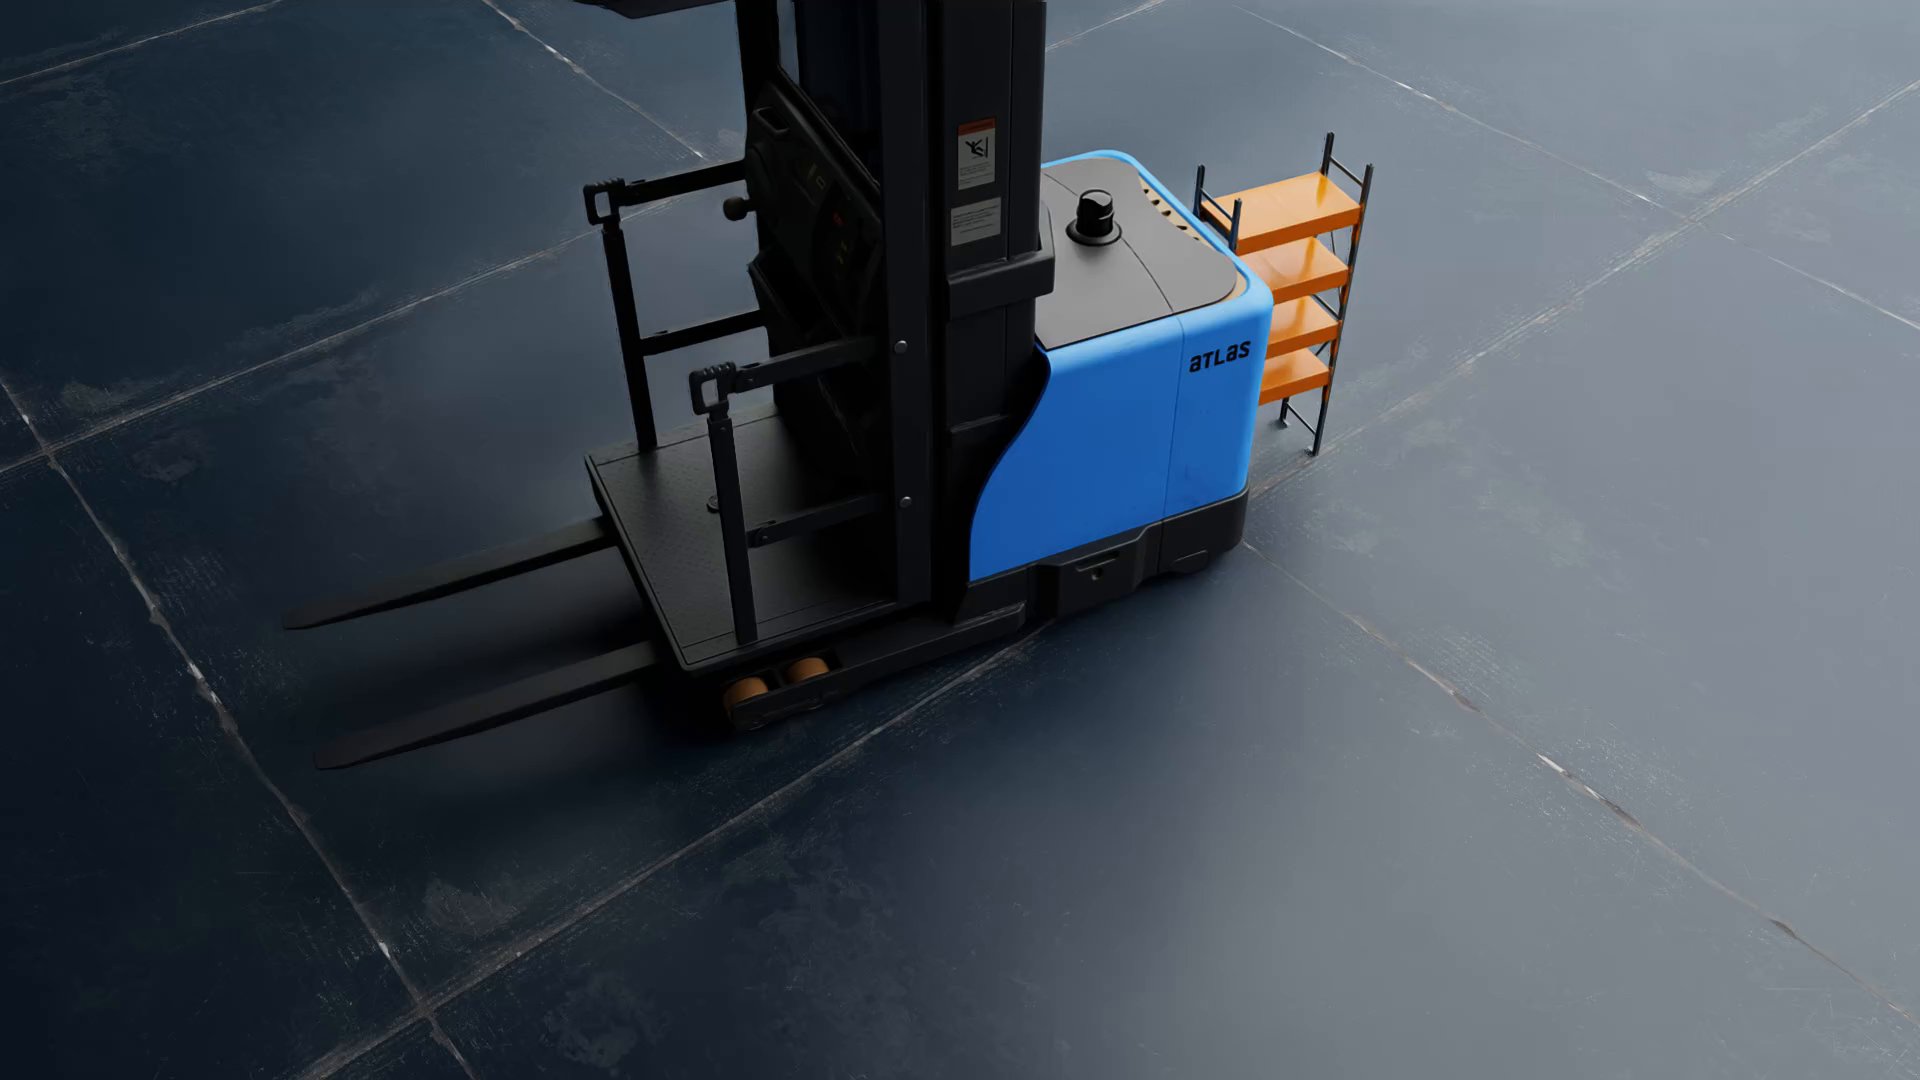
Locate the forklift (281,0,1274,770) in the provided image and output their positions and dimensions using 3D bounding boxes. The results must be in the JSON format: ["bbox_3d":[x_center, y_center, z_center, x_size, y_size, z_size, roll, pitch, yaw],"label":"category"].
[{"bbox_3d":[-0.597,-0.897,4.564,3.031,2.935,1.130,-18,46,-18],"label":"forklift"}]

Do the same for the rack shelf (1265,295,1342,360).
[{"bbox_3d":[1.032,-0.699,5.716,0.480,0.148,0.258,-18,46,-18],"label":"rack shelf"}]

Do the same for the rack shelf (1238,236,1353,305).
[{"bbox_3d":[1.032,-0.862,5.563,0.480,0.148,0.258,-18,46,-18],"label":"rack shelf"}]

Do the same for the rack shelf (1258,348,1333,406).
[{"bbox_3d":[1.032,-0.554,5.852,0.480,0.148,0.258,-18,46,-18],"label":"rack shelf"}]

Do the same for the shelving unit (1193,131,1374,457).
[{"bbox_3d":[1.032,-0.748,5.670,0.503,1.200,0.258,-18,46,-18],"label":"shelving unit"}]

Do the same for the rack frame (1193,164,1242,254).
[{"bbox_3d":[0.810,-0.677,5.595,0.015,1.200,0.240,-18,46,-18],"label":"rack frame"}]

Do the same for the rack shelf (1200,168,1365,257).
[{"bbox_3d":[1.032,-1.034,5.401,0.480,0.148,0.258,-18,46,-18],"label":"rack shelf"}]

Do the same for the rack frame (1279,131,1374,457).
[{"bbox_3d":[1.253,-0.818,5.745,0.015,1.200,0.240,-18,46,-18],"label":"rack frame"}]
